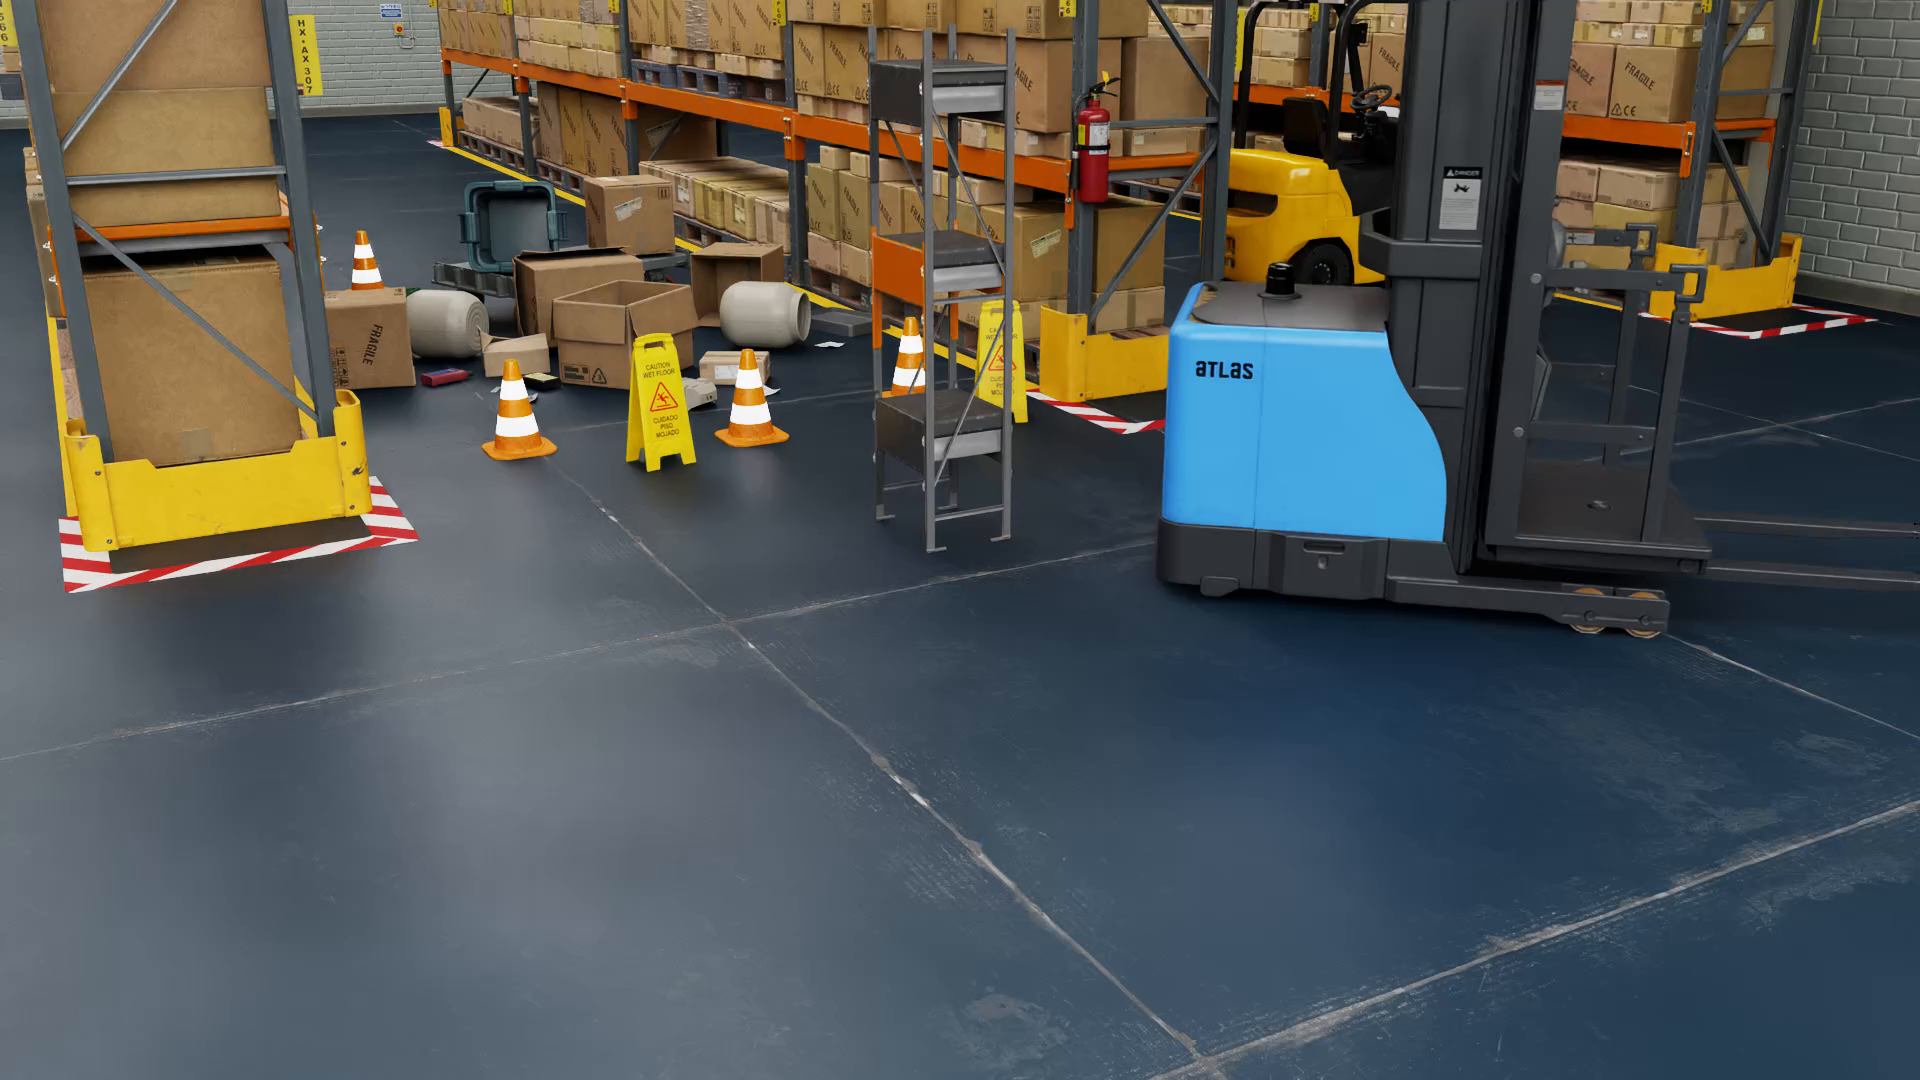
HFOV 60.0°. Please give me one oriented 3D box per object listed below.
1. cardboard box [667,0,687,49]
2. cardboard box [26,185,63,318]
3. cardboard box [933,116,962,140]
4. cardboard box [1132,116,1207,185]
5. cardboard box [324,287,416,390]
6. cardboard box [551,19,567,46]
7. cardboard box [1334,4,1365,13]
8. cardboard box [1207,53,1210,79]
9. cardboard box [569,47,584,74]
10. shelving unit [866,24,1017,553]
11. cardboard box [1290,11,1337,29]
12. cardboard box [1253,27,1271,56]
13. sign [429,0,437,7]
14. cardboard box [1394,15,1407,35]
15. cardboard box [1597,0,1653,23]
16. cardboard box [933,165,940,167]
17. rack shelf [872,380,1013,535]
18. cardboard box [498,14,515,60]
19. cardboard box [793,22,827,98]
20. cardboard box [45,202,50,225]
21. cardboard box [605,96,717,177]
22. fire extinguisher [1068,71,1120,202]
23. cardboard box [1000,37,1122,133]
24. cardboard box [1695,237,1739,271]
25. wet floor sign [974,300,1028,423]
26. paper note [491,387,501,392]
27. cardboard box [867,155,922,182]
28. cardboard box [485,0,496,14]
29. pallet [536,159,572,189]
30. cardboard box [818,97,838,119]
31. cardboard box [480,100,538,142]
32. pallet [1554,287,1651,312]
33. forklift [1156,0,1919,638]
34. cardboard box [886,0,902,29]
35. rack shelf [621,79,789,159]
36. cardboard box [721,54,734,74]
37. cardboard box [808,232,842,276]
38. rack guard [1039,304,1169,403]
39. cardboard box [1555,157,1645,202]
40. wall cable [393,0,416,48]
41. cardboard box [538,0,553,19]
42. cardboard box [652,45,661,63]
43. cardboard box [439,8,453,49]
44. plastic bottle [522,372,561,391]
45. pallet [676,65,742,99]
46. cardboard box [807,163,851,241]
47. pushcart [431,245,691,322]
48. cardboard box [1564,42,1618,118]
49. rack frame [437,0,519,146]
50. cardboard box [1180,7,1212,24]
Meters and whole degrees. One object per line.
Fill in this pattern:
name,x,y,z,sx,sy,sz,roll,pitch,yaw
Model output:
cardboard box,-2.210,-4.520,14.379,0.500,0.500,0.500,-10,21,-26
cardboard box,-5.514,-1.954,11.001,1.050,0.750,0.750,-10,21,-27
cardboard box,0.033,-2.614,10.494,0.380,0.149,0.250,-10,22,-27
cardboard box,2.236,-4.077,17.345,0.875,0.625,0.625,-9,21,-25
cardboard box,-3.500,-1.188,9.803,0.500,0.500,0.500,-6,20,-17
cardboard box,-3.940,-5.303,17.365,0.500,0.250,0.500,-11,22,-28
cardboard box,3.425,-4.577,14.195,0.380,0.149,0.250,-10,21,-26
cardboard box,2.613,-4.544,15.933,0.500,0.250,0.500,-10,21,-26
cardboard box,-3.681,-4.924,17.033,0.500,0.250,0.500,-10,22,-27
shelving unit,-0.079,-1.040,6.927,0.431,2.100,0.503,-10,21,-27
cardboard box,3.177,-4.638,14.826,0.380,0.149,0.250,-9,21,-25
cardboard box,2.826,-4.634,15.425,0.500,0.250,0.500,-11,22,-28
sign,-7.022,-7.258,22.117,0.100,0.325,0.005,-10,21,-27
cardboard box,3.779,-4.215,13.601,0.380,0.149,0.250,-9,21,-25
cardboard box,4.786,-3.774,11.866,0.380,0.149,0.250,-9,21,-25
cardboard box,-0.072,-2.430,11.996,0.500,0.500,0.500,-10,21,-26
rack shelf,-0.079,-0.365,7.159,0.431,0.518,0.480,-10,21,-27
cardboard box,-5.076,-5.888,19.443,0.500,0.500,0.500,-10,21,-26
cardboard box,-0.868,-3.469,11.976,0.500,0.500,0.500,-10,21,-27
cardboard box,-4.903,-1.658,9.950,0.875,0.875,0.875,-10,21,-26
cardboard box,-2.986,-4.004,16.750,0.875,0.875,0.875,-10,22,-27
fire extinguisher,0.716,-2.161,8.915,0.296,0.674,0.183,-10,21,-27
cardboard box,0.567,-2.603,9.468,0.500,0.500,0.500,-10,22,-28
cardboard box,5.373,-2.142,12.312,0.500,0.250,0.500,-10,21,-26
wet floor sign,0.216,-0.969,8.950,0.267,0.644,0.232,-3,19,-8
paper note,-2.689,-0.873,9.645,0.032,0.001,0.123,1,19,2
cardboard box,-0.407,-2.530,11.292,0.380,0.149,0.250,-9,21,-24
cardboard box,-5.332,-6.507,19.703,0.500,0.500,0.500,-10,22,-27
pallet,-4.198,-4.219,19.035,1.003,0.211,1.213,-10,21,-27
cardboard box,-0.799,-3.127,11.981,0.380,0.149,0.250,-9,21,-25
cardboard box,-5.687,-5.447,21.603,0.875,0.438,0.875,-9,21,-25
pallet,5.034,-1.967,12.508,1.003,0.211,1.213,-10,21,-27
forklift,2.340,-1.216,6.161,3.031,2.935,1.130,4,19,12
cardboard box,-0.048,-3.517,10.584,0.700,0.500,0.500,-10,21,-27
rack shelf,-1.782,-3.685,14.314,1.077,0.370,4.000,-10,21,-27
cardboard box,-1.707,-3.855,13.445,0.380,0.149,0.250,-10,21,-26
cardboard box,-0.789,-2.138,12.300,0.500,0.250,0.500,-11,22,-29
rack guard,1.031,-1.142,9.676,1.175,0.500,0.348,-10,21,-27
cardboard box,4.693,-2.673,12.318,0.500,0.250,0.500,-10,21,-26
wall cable,-9.228,-9.005,27.025,0.585,1.953,0.123,-10,21,-27
cardboard box,-4.173,-5.810,17.684,0.500,0.500,0.500,-11,22,-28
cardboard box,-2.547,-4.384,14.980,0.380,0.149,0.250,-12,22,-30
cardboard box,-6.555,-6.760,21.971,0.500,0.500,0.500,-10,21,-27
plastic bottle,-2.474,-0.932,9.740,0.283,0.061,0.133,16,25,39
pallet,-1.755,-3.946,14.263,1.003,0.211,1.213,-10,21,-27
cardboard box,-0.789,-2.493,12.178,0.500,0.500,0.500,-9,21,-24
pushcart,-2.815,-1.843,11.895,0.936,0.377,1.648,16,25,39
cardboard box,4.731,-3.370,12.147,0.500,0.500,0.500,-9,21,-25
rack frame,-6.530,-6.895,22.516,1.000,3.000,0.127,-10,21,-27
cardboard box,2.350,-5.064,16.062,0.380,0.149,0.250,-11,22,-28
